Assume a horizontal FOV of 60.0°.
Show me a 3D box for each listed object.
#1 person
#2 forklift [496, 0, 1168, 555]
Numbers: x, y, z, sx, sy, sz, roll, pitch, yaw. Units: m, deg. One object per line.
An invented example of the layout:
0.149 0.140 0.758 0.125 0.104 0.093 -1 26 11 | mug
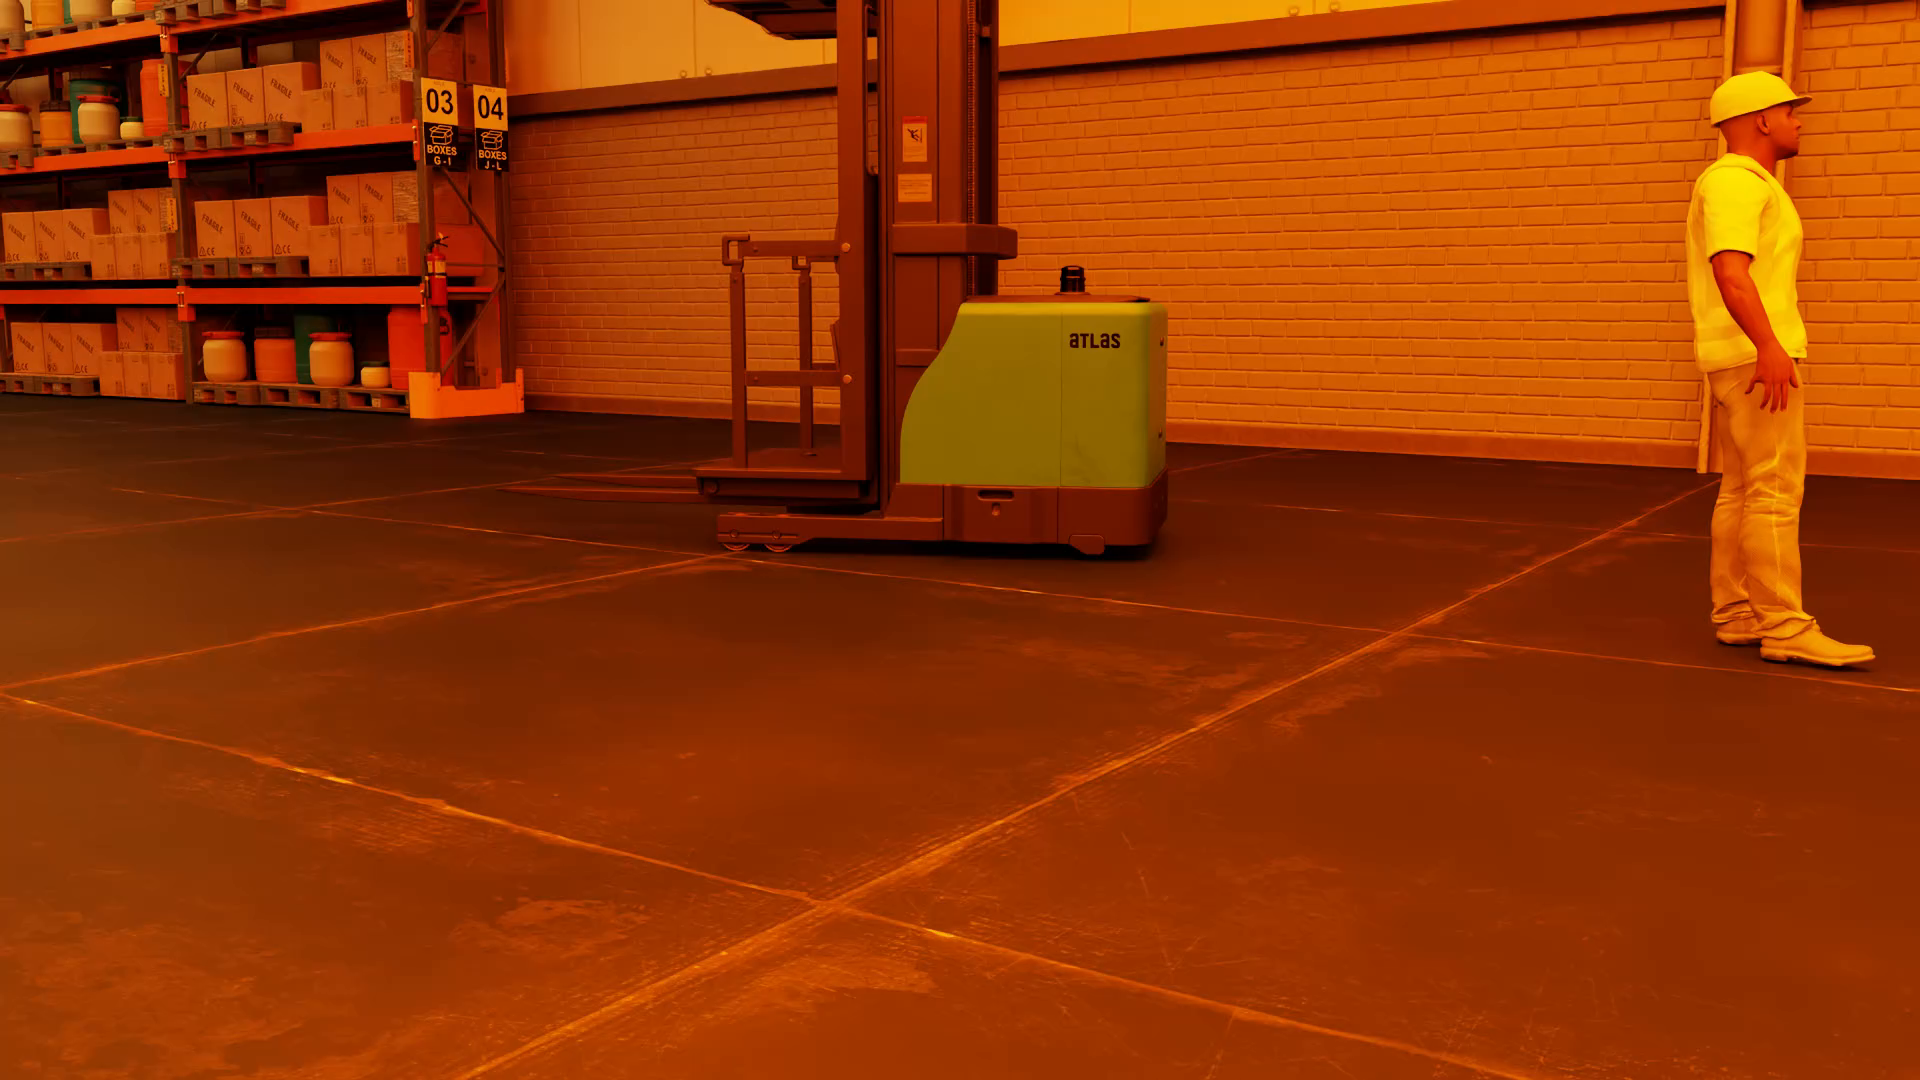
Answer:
2.522 -0.546 5.117 0.577 1.766 0.665 3 9 22 | person
-0.596 -1.469 7.520 3.031 2.935 1.130 2 8 12 | forklift
